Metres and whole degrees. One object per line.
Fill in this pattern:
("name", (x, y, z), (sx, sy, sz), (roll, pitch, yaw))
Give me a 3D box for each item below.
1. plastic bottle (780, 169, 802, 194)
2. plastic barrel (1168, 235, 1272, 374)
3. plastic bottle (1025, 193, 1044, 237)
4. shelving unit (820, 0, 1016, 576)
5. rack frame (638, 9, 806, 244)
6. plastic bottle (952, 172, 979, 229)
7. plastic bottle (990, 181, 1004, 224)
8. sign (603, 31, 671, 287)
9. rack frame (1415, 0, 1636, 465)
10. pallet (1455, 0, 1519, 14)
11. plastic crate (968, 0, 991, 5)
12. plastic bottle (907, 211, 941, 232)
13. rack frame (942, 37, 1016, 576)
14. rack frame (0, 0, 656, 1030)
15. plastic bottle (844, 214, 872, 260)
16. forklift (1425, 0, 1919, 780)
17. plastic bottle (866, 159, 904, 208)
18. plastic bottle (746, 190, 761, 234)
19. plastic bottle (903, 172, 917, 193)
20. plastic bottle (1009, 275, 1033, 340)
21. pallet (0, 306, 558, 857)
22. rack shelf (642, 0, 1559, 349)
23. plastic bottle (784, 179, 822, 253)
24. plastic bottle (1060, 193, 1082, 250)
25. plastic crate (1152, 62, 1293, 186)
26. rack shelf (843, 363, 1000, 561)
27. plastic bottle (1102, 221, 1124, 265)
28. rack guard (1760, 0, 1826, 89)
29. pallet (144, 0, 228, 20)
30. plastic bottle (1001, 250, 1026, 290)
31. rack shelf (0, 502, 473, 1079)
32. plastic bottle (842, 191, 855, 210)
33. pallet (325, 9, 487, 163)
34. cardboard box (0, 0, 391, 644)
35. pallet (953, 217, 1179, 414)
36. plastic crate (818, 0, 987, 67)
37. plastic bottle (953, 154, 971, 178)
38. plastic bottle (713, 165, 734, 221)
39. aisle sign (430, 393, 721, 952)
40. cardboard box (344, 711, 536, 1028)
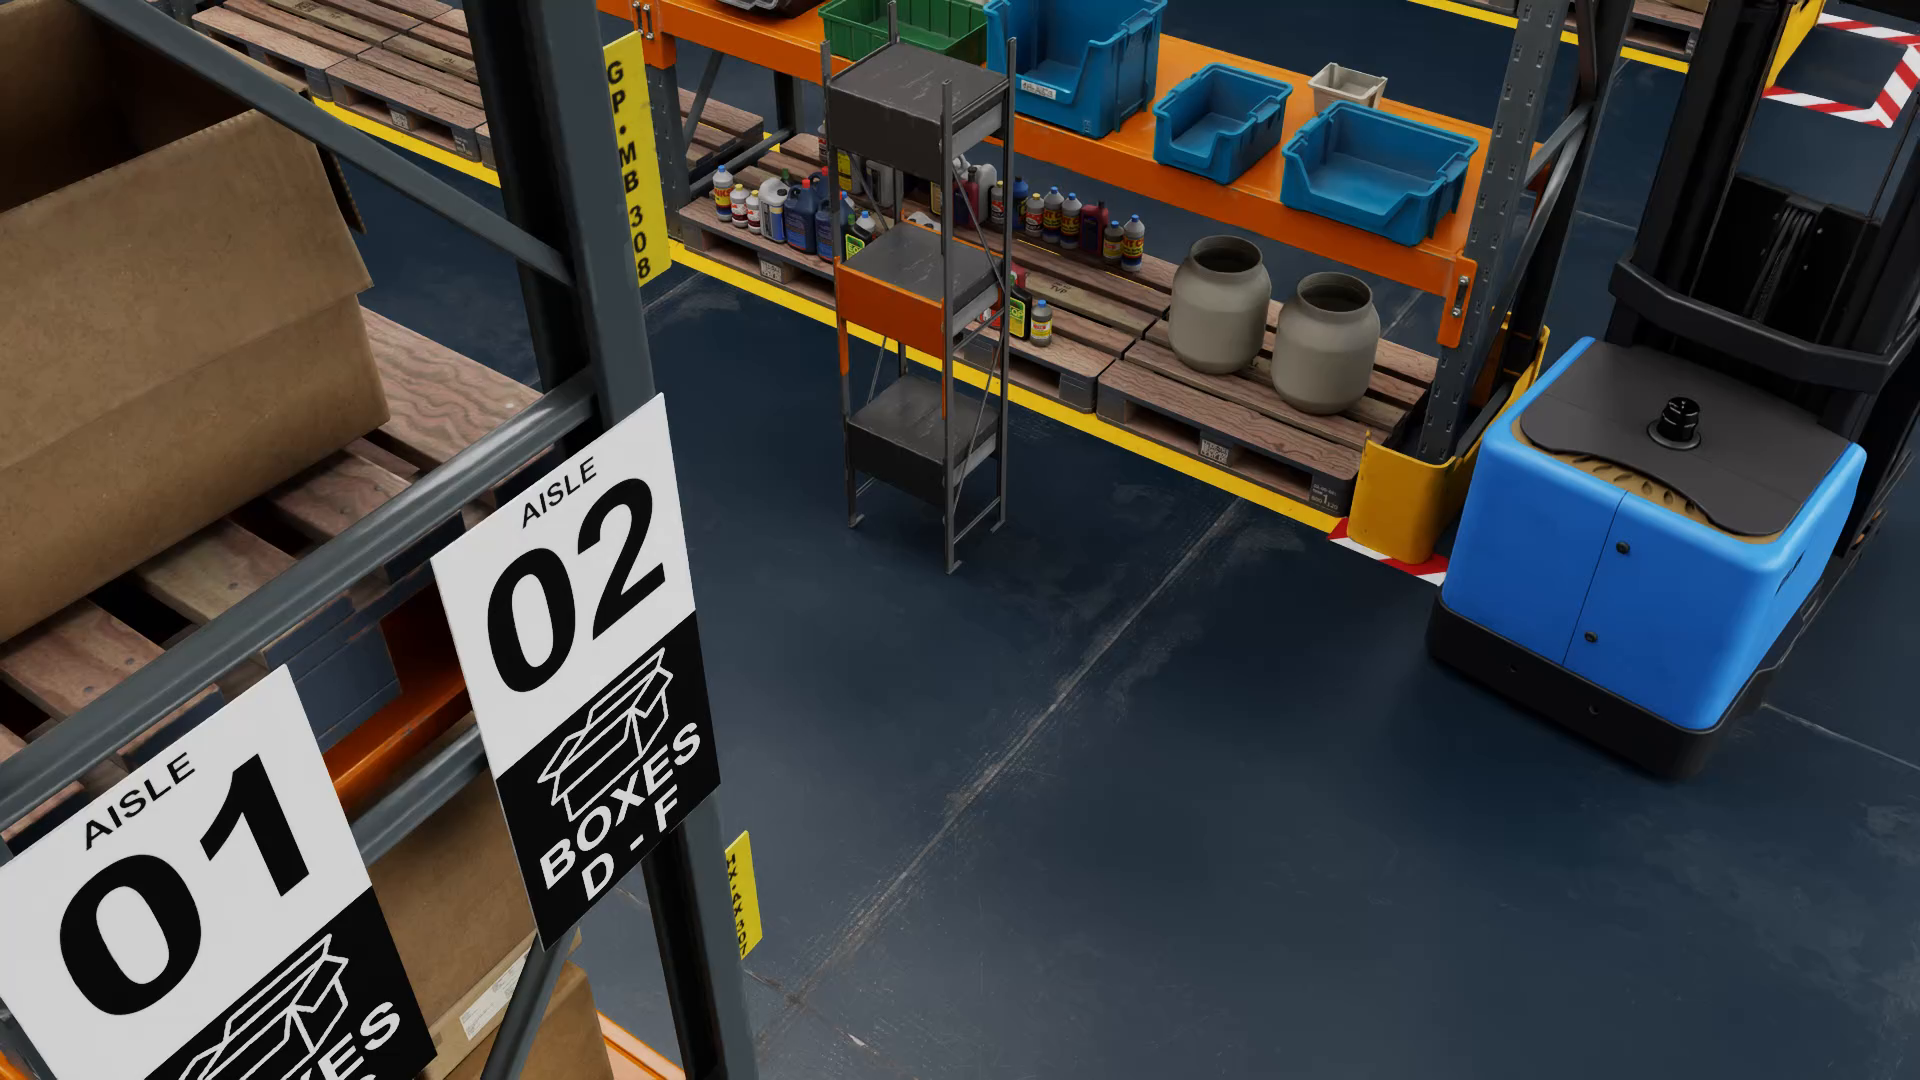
("plastic bottle", (-0.810, -1.655, 8.057), (0.133, 0.283, 0.061), (25, 48, 25))
("plastic barrel", (1.122, -1.015, 7.185), (0.421, 0.512, 0.421), (0, 42, 0))
("plastic bottle", (0.366, -1.576, 8.031), (0.097, 0.201, 0.097), (0, 42, 0))
("shelving unit", (-0.136, -0.846, 6.121), (0.503, 2.100, 0.431), (25, 48, 25))
("rack frame", (-1.160, -2.915, 7.758), (0.127, 3.000, 1.000), (25, 48, 25))
("plastic bottle", (0.024, -1.657, 8.060), (0.133, 0.283, 0.061), (25, 48, 25))
("plastic bottle", (0.197, -1.655, 8.119), (0.097, 0.201, 0.097), (0, 42, 0))
("sign", (-0.409, -0.454, 2.044), (0.005, 0.325, 0.100), (25, 48, 25))
("rack frame", (2.115, -1.383, 6.046), (0.127, 3.000, 1.000), (25, 48, 25))
("pallet", (3.257, -3.875, 10.922), (1.213, 0.211, 1.003), (25, 48, 25))
("plastic crate", (0.315, -2.333, 7.306), (0.437, 0.136, 0.530), (25, 48, 25))
("plastic bottle", (-0.170, -1.384, 7.759), (0.135, 0.276, 0.152), (25, 48, 25))
("rack frame", (0.064, -0.752, 6.016), (0.015, 2.100, 0.400), (25, 48, 25))
("rack frame", (-0.732, -0.916, 1.025), (0.127, 3.000, 1.000), (25, 48, 25))
("plastic bottle", (-0.472, -1.373, 7.742), (0.133, 0.283, 0.061), (27, 48, 27))
("forklift", (3.084, -1.175, 5.865), (1.130, 2.935, 3.031), (30, 50, 29))
("plastic bottle", (-0.375, -1.811, 8.237), (0.135, 0.276, 0.152), (25, 48, 25))
("plastic bottle", (-0.984, -1.597, 8.054), (0.097, 0.201, 0.097), (0, 42, 0))
("plastic bottle", (-0.310, -1.929, 8.313), (0.185, 0.351, 0.144), (23, 47, 23))
("plastic bottle", (0.253, -1.034, 7.363), (0.133, 0.283, 0.061), (26, 48, 26))
("pallet", (-1.296, -0.050, 2.373), (1.213, 0.211, 1.003), (25, 48, 25))
("rack shelf", (0.477, -1.881, 7.142), (4.000, 0.370, 1.077), (25, 48, 25))
("plastic bottle", (-0.737, -1.556, 7.896), (0.185, 0.351, 0.144), (26, 48, 26))
("plastic bottle", (0.529, -1.526, 7.922), (0.097, 0.271, 0.097), (0, 42, 0))
("plastic crate", (1.005, -1.608, 6.409), (0.408, 0.251, 0.499), (25, 48, 25))
("rack shelf", (-0.136, -0.314, 6.597), (0.480, 0.518, 0.431), (25, 48, 25))
("plastic bottle", (0.725, -1.408, 7.843), (0.097, 0.201, 0.097), (0, 42, 0))
("rack guard", (4.897, -3.185, 9.934), (0.348, 0.500, 1.175), (25, 48, 25))
("pallet", (-5.104, -3.686, 10.711), (1.213, 0.211, 1.003), (25, 48, 25))
("plastic bottle", (0.230, -1.169, 7.514), (0.133, 0.283, 0.061), (25, 48, 25))
("rack shelf", (-2.370, -0.296, 3.121), (4.000, 0.370, 1.077), (25, 48, 25))
("plastic bottle", (-0.549, -1.537, 7.934), (0.097, 0.271, 0.097), (0, 42, 0))
("pallet", (-2.828, -2.622, 9.522), (1.213, 0.211, 1.003), (25, 48, 25))
("cardboard box", (-1.200, -0.268, 2.053), (0.637, 0.503, 0.797), (28, 49, 28))
("pallet", (0.369, -1.129, 7.853), (1.213, 0.211, 1.003), (25, 48, 25))
("plastic crate", (-0.211, -2.162, 7.076), (0.662, 0.188, 0.450), (25, 48, 25))
("plastic bottle", (-0.046, -1.805, 8.175), (0.185, 0.351, 0.144), (25, 47, 25))
("plastic bottle", (-1.151, -1.701, 8.117), (0.097, 0.271, 0.097), (0, 42, 0))
("aisle sign", (-0.503, 0.209, 2.318), (0.004, 0.787, 0.394), (25, 48, 25))
("cardboard box", (-1.151, 0.593, 2.790), (0.500, 0.500, 0.700), (25, 48, 25))
